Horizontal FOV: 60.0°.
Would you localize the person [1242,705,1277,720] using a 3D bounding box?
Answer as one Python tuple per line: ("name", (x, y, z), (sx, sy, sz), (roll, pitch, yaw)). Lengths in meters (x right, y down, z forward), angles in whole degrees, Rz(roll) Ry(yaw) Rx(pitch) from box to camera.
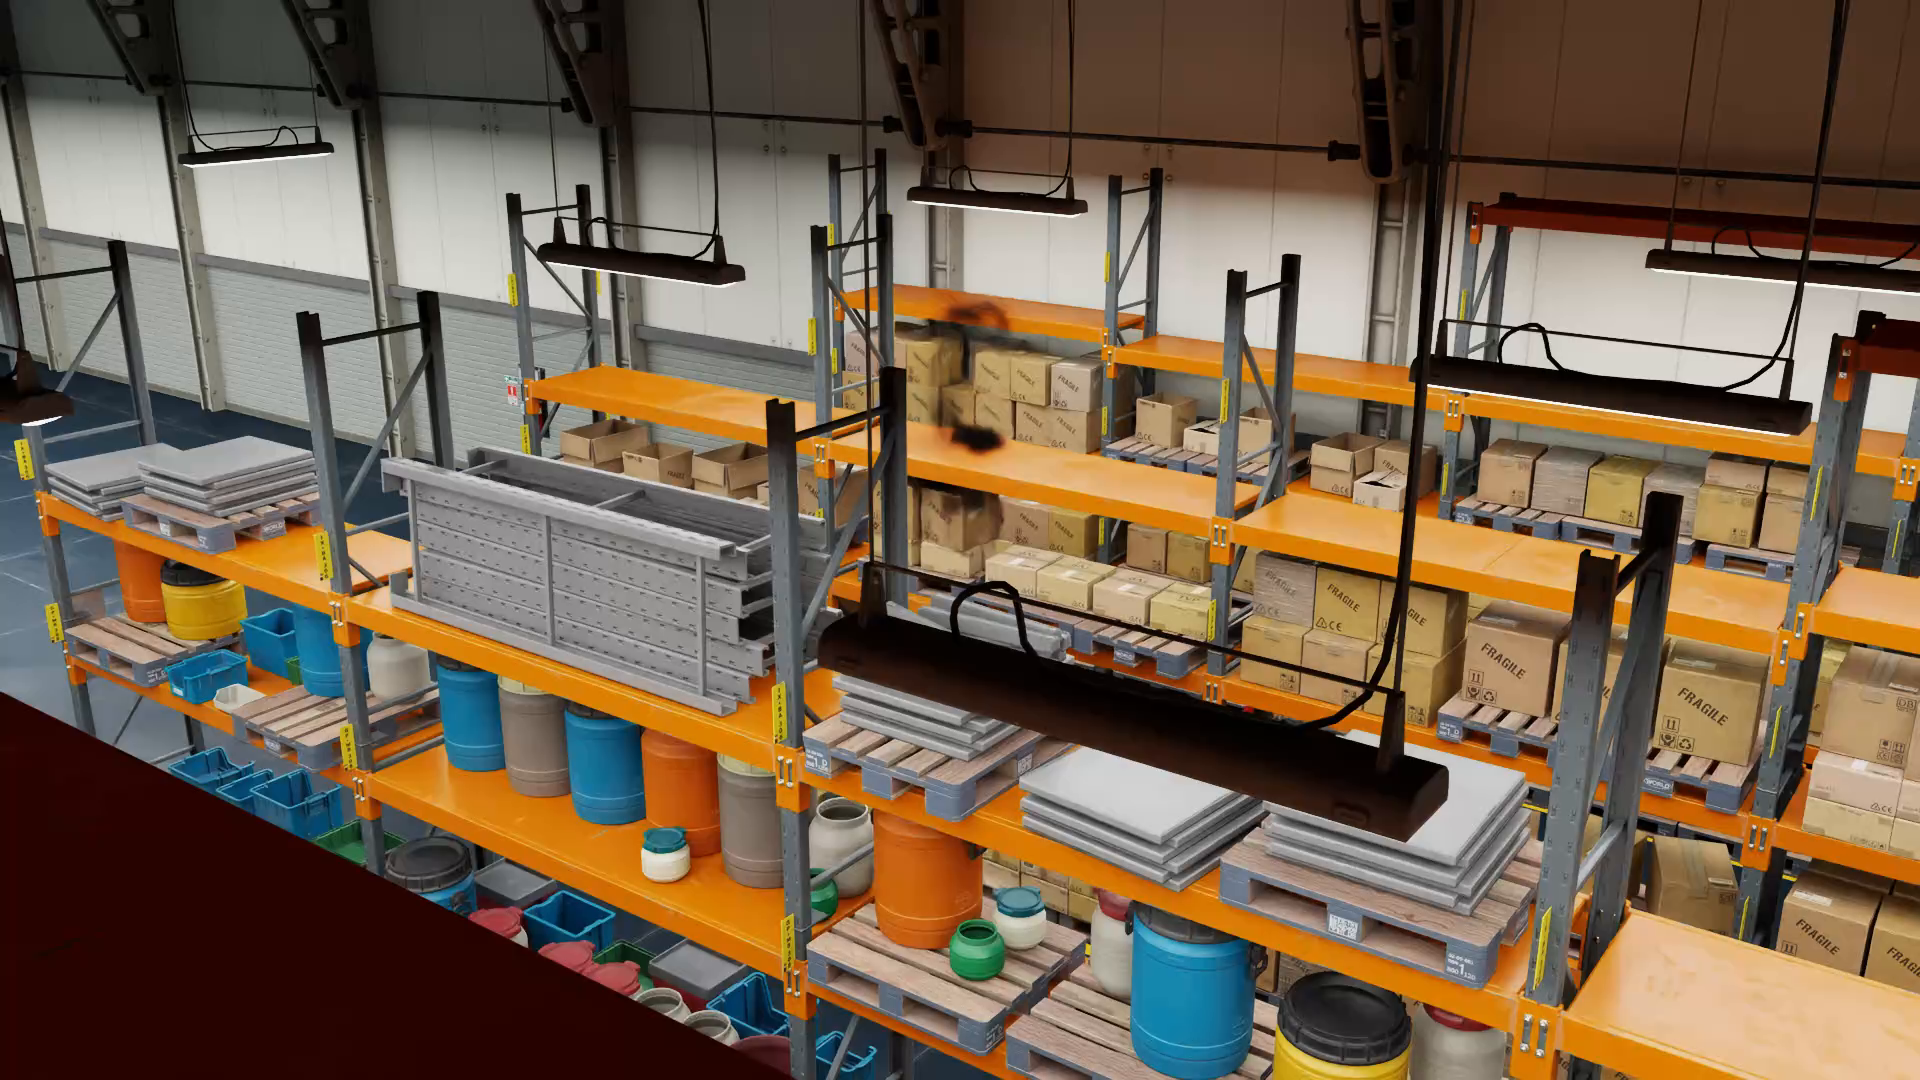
("person", (3.047, 1.936, 16.722), (0.603, 1.688, 0.665), (11, 21, 29))
